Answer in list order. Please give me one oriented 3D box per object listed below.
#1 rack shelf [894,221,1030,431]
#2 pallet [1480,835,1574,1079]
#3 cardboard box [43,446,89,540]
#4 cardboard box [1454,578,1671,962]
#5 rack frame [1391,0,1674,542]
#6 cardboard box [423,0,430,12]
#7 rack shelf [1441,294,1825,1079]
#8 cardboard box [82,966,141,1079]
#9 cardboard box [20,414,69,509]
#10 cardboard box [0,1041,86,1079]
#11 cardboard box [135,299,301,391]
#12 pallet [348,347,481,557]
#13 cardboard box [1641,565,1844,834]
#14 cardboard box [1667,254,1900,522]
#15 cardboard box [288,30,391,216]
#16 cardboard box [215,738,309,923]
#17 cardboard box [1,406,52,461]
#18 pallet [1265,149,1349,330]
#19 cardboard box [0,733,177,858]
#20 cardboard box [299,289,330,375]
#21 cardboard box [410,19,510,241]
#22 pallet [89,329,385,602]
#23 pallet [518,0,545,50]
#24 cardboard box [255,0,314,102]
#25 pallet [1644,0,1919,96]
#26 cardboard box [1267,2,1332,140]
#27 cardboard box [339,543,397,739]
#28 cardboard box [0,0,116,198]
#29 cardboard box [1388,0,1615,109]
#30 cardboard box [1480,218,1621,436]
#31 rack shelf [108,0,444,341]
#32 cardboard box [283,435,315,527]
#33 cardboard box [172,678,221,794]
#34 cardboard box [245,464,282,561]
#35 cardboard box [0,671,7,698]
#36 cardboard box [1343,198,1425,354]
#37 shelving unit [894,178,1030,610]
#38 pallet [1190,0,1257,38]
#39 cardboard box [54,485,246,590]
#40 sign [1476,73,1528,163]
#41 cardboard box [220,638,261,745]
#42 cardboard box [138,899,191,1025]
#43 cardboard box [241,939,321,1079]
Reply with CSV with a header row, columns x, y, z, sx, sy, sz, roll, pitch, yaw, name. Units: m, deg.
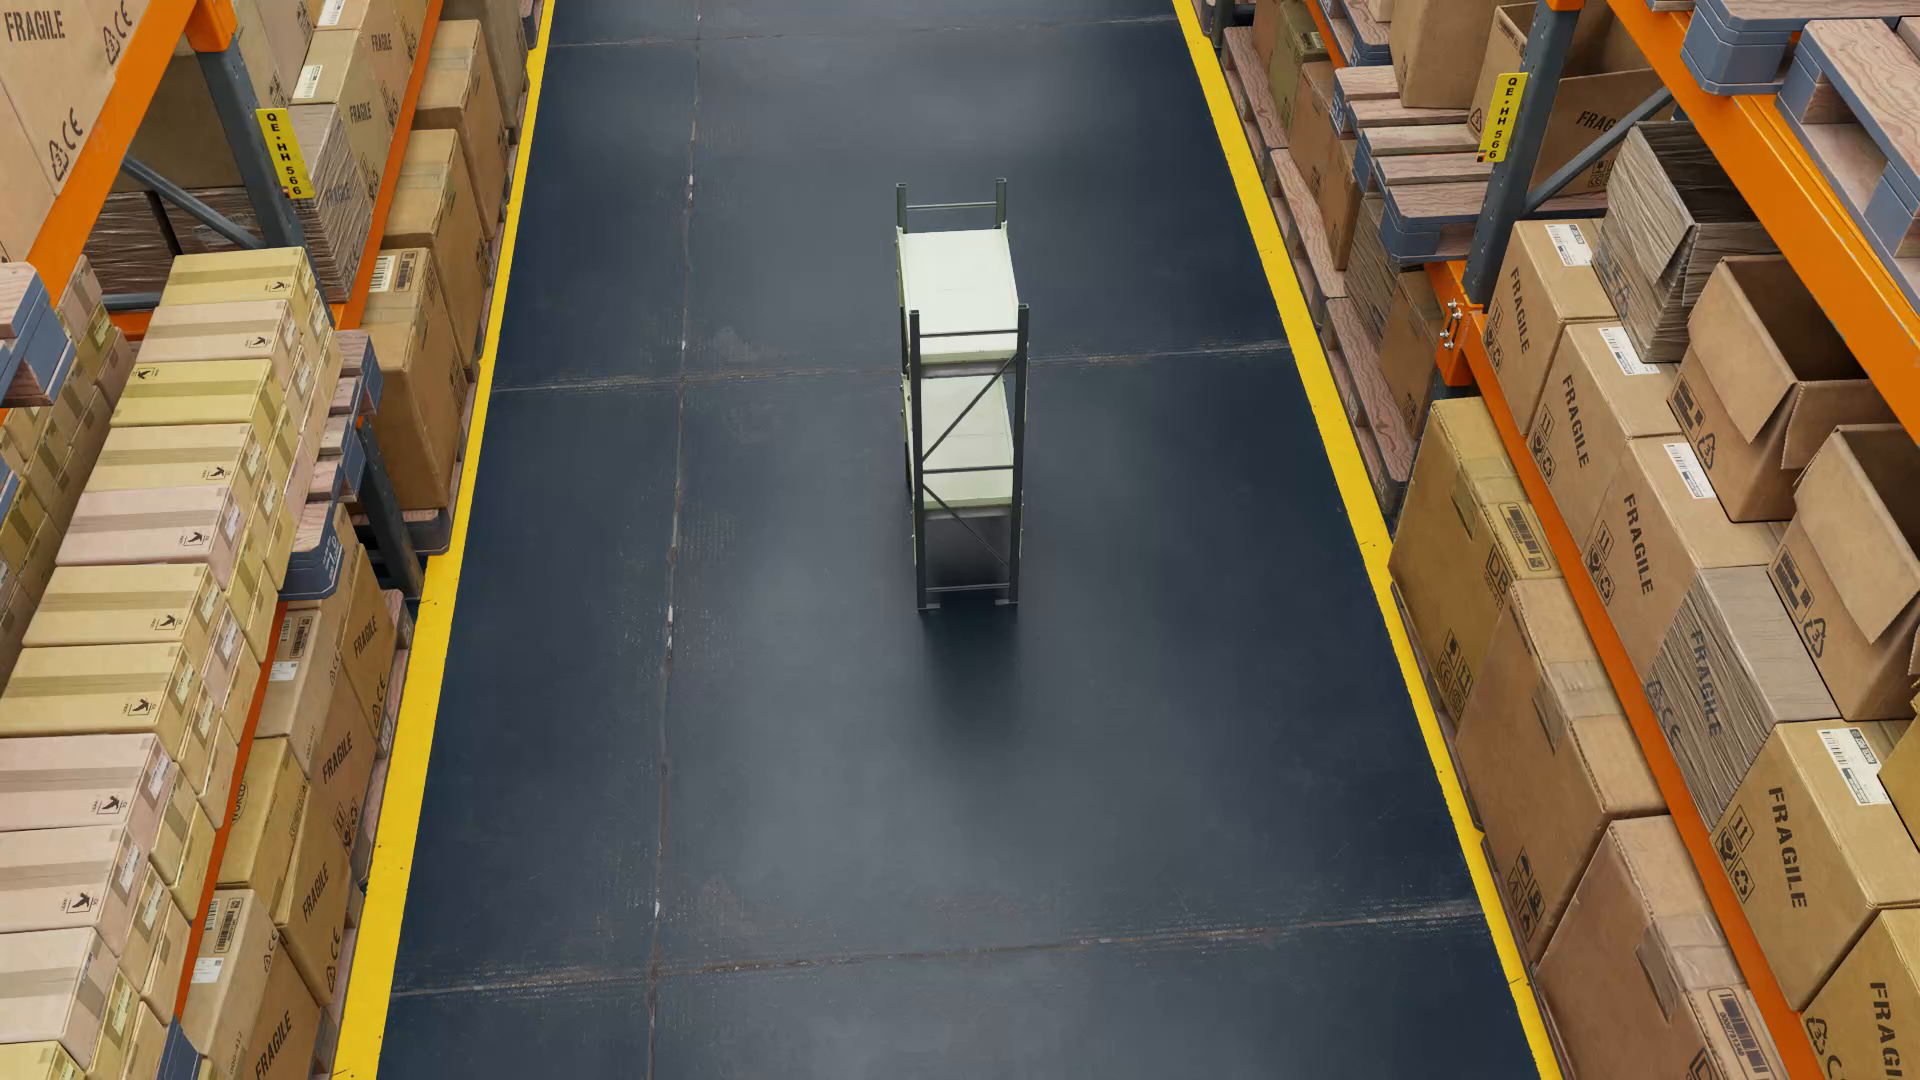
x,y,z,sx,sy,sz,roll,pitch,yaw,name
-0.001,-0.789,6.063,0.431,0.370,0.720,-3,47,-3,rack shelf
2.380,1.386,5.429,1.003,0.211,1.213,-3,47,-3,pallet
-2.779,-0.133,4.830,0.380,0.149,0.250,-1,47,-1,cardboard box
2.394,0.704,5.328,1.225,0.875,0.875,-3,47,-3,cardboard box
2.290,-1.029,5.795,1.000,3.000,0.127,-3,47,-3,rack frame
-2.601,-2.636,7.248,0.500,0.500,0.500,-3,47,-3,cardboard box
2.458,0.666,4.685,1.077,0.370,4.000,-3,47,-3,rack shelf
-1.969,1.058,3.497,0.380,0.149,0.250,-5,47,-5,cardboard box
-2.770,-0.210,4.698,0.380,0.149,0.250,-5,47,-5,cardboard box
-1.949,1.131,3.223,0.380,0.149,0.250,-3,47,-3,cardboard box
-2.144,-0.554,4.820,0.380,0.149,0.250,-4,47,-4,cardboard box
-2.652,-0.416,7.135,1.003,0.211,1.213,-3,47,-3,pallet
2.192,0.410,4.363,0.500,0.500,0.500,-3,47,-3,cardboard box
2.387,-0.406,4.446,0.797,0.503,0.637,-3,47,-2,cardboard box
-2.475,-1.544,6.214,0.500,0.500,0.500,-4,47,-4,cardboard box
-2.262,0.869,4.913,0.500,0.250,0.500,-2,47,-2,cardboard box
-2.774,-0.345,4.621,0.380,0.149,0.250,-4,47,-4,cardboard box
2.127,-1.516,8.177,1.003,0.211,1.213,-3,47,-3,pallet
-2.010,0.583,3.743,0.380,0.149,0.250,-2,47,-2,cardboard box
-2.166,-0.631,5.097,0.380,0.149,0.250,-3,47,-2,cardboard box
-2.777,-1.923,7.902,1.050,0.750,0.750,-3,47,-3,cardboard box
-2.495,-0.225,5.166,1.213,0.211,1.003,-3,47,-3,pallet
-2.981,-3.290,9.857,1.003,0.211,1.213,-3,47,-3,pallet
-2.732,-1.870,5.834,0.700,0.500,0.500,-4,47,-4,cardboard box
2.397,-1.532,4.336,1.213,0.211,1.003,-2,47,-1,pallet
2.007,-2.423,8.534,0.700,0.500,0.500,-4,47,-4,cardboard box
-2.345,0.375,5.898,0.500,0.500,0.500,-4,47,-3,cardboard box
-2.305,-1.107,3.735,0.500,0.500,0.500,-3,47,-3,cardboard box
2.059,-1.993,6.350,0.700,0.500,0.500,3,47,3,cardboard box
2.060,-0.695,5.410,0.500,0.500,0.500,-2,47,-2,cardboard box
-2.828,-2.000,7.210,1.077,0.370,4.000,-3,47,-3,rack shelf
-2.120,-0.163,4.859,0.380,0.149,0.250,-3,47,-3,cardboard box
-2.034,0.489,4.036,0.380,0.149,0.250,-4,47,-4,cardboard box
-2.097,-0.067,4.562,0.380,0.149,0.250,-3,47,-3,cardboard box
-2.711,0.437,4.291,0.380,0.149,0.250,-3,47,-3,cardboard box
2.155,-1.204,7.380,0.700,0.500,0.500,-7,47,-7,cardboard box
-0.001,-0.521,6.347,0.431,1.500,0.755,-3,47,-3,shelving unit
1.864,-3.448,10.006,1.003,0.211,1.213,-3,47,-3,pallet
-2.082,0.003,4.292,0.380,0.149,0.250,-3,47,-3,cardboard box
1.750,-1.360,5.365,0.100,0.325,0.005,-3,47,-3,sign
-2.059,0.399,4.326,0.380,0.149,0.250,-2,47,-2,cardboard box
-1.988,0.976,3.780,0.380,0.149,0.250,-5,47,-5,cardboard box
-2.227,1.497,4.835,0.500,0.500,0.500,-3,47,-3,cardboard box
